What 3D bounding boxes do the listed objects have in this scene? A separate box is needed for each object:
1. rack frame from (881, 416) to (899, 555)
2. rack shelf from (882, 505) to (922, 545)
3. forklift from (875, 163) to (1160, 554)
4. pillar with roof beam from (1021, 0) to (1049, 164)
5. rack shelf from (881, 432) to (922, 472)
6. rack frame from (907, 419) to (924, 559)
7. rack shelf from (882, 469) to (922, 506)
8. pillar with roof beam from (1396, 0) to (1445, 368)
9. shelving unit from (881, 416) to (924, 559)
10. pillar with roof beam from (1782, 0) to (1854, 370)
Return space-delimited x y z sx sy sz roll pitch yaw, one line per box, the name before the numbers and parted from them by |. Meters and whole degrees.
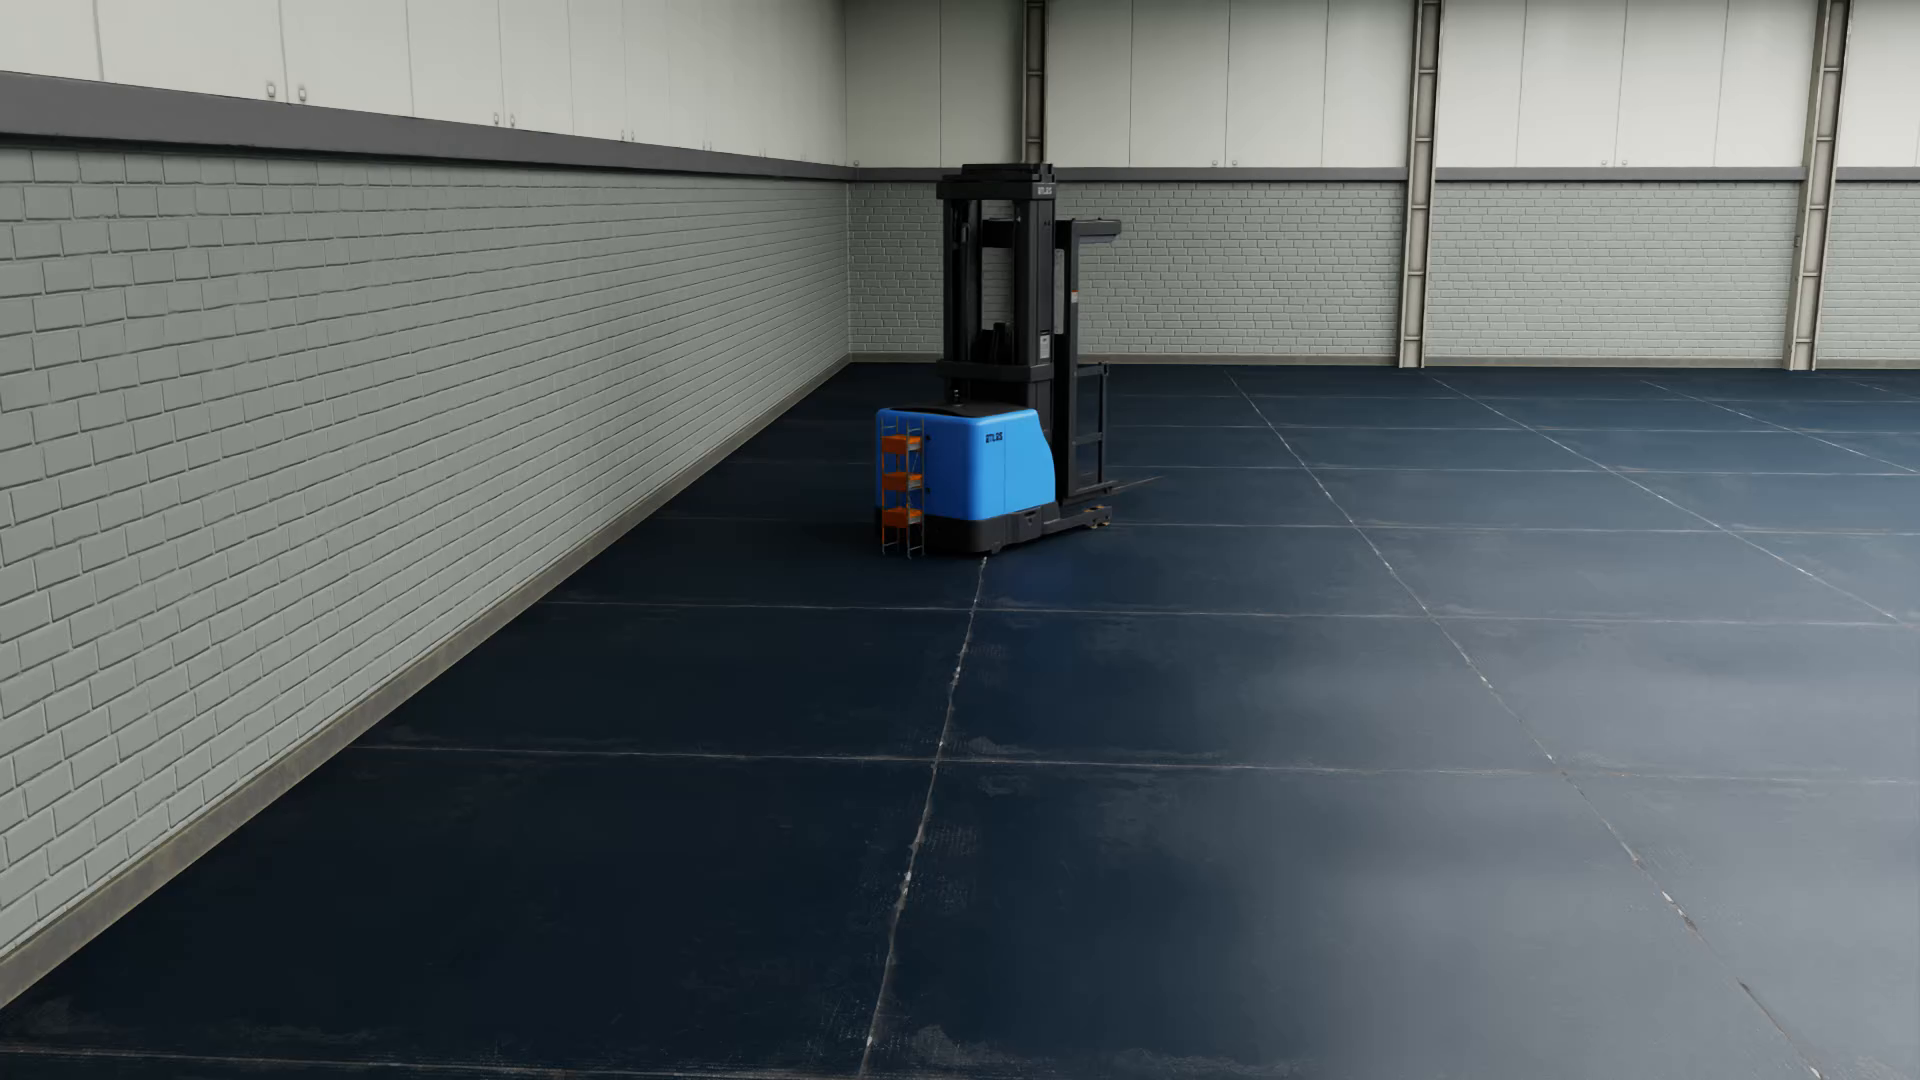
rack frame | -0.533 -0.412 12.676 0.008 1.050 0.200 8 15 35
rack shelf | -0.434 -0.115 12.665 0.240 0.259 0.215 8 15 35
forklift | 0.619 -1.575 13.641 1.130 2.935 3.031 9 15 36
pillar with roof beam | 0.883 -6.368 21.734 0.400 9.000 9.100 1 12 4
rack shelf | -0.434 -0.665 12.550 0.240 0.259 0.215 8 15 35
rack frame | -0.335 -0.383 12.535 0.008 1.050 0.200 8 15 35
rack shelf | -0.434 -0.387 12.608 0.240 0.259 0.215 8 15 35
pillar with roof beam | 6.870 -6.286 21.341 0.400 9.000 9.100 1 12 4
shelving unit | -0.434 -0.398 12.606 0.252 1.050 0.215 8 15 35
pillar with roof beam | 12.857 -6.204 20.949 0.400 9.000 9.100 1 12 4
